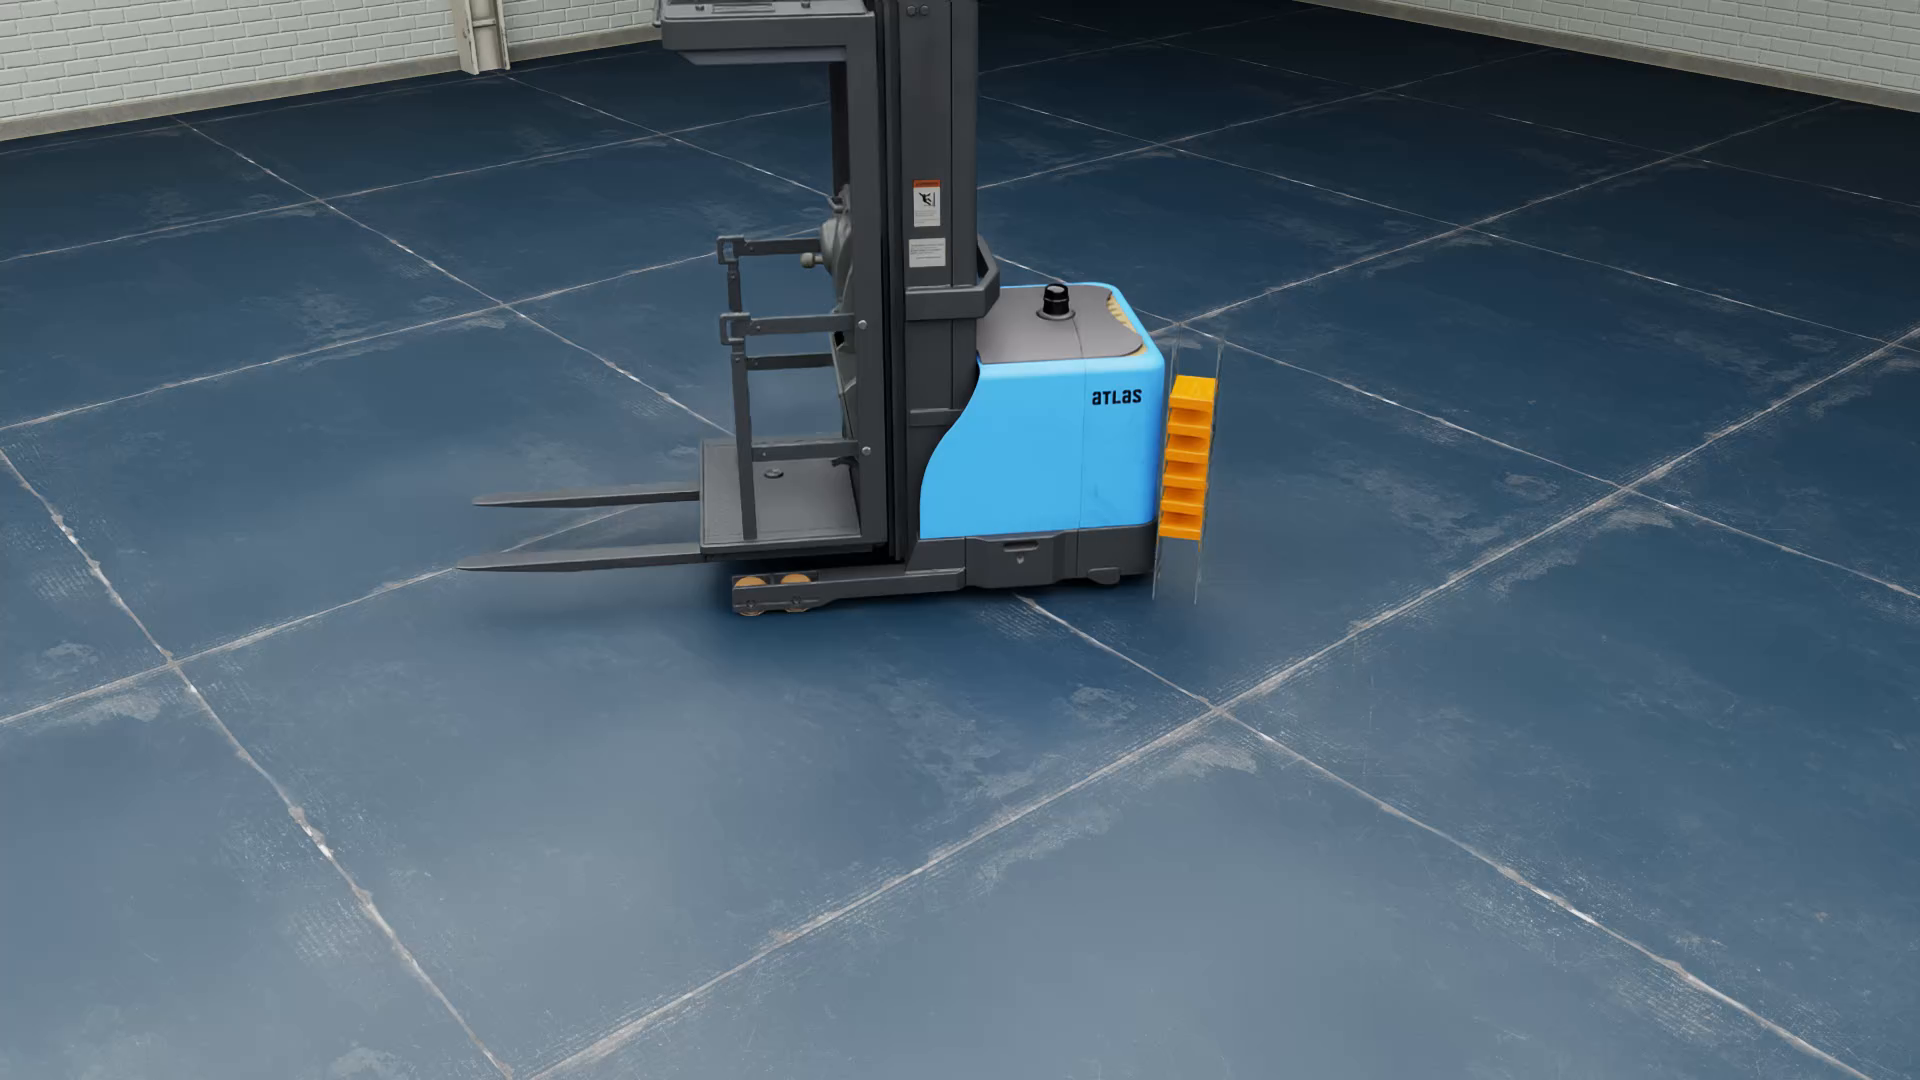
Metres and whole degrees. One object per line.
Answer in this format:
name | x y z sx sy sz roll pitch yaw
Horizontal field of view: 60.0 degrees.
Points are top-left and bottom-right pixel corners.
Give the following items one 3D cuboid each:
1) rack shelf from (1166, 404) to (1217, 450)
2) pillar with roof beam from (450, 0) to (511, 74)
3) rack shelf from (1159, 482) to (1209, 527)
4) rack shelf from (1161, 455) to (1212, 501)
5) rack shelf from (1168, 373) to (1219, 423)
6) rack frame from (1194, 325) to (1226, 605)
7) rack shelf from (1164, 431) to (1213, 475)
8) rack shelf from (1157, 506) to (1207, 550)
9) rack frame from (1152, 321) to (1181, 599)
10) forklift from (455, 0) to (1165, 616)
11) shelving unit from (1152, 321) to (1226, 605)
rack shelf | 0.971 -0.486 6.969 0.180 0.103 0.258 7 29 11
pillar with roof beam | -1.912 -7.096 11.481 0.400 9.000 9.100 -22 35 -35
rack shelf | 0.965 -0.169 7.139 0.180 0.103 0.258 7 29 11
rack shelf | 0.967 -0.275 7.083 0.180 0.103 0.258 7 29 11
rack shelf | 0.973 -0.592 6.912 0.180 0.103 0.258 7 29 11
rack frame | 1.057 -0.303 7.043 0.006 1.200 0.240 7 29 11
rack shelf | 0.969 -0.380 7.026 0.180 0.103 0.258 7 29 11
rack shelf | 0.964 -0.064 7.196 0.180 0.103 0.258 7 29 11
rack frame | 0.879 -0.325 7.080 0.006 1.200 0.240 7 29 11
forklift | -0.689 -1.231 6.944 3.031 2.935 1.130 -4 28 -7
shelving unit | 0.968 -0.314 7.061 0.189 1.200 0.258 7 29 11
